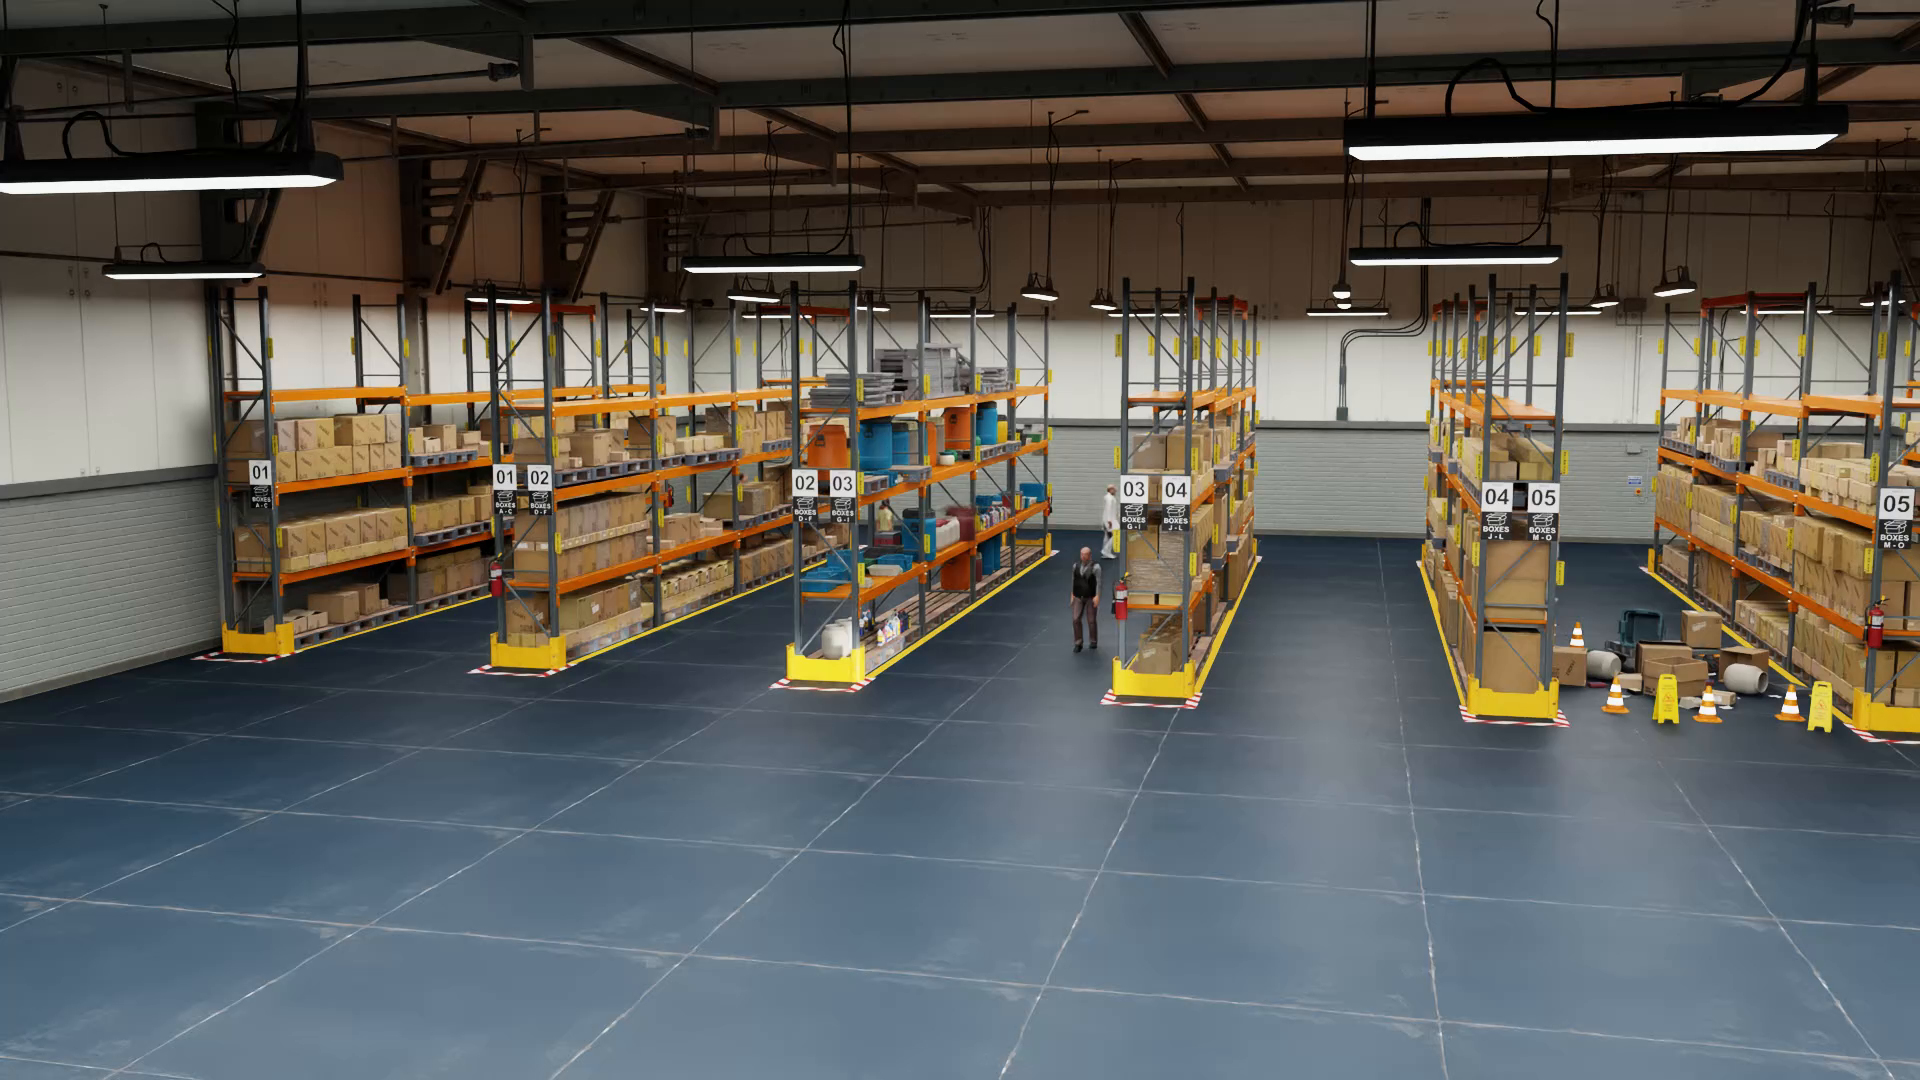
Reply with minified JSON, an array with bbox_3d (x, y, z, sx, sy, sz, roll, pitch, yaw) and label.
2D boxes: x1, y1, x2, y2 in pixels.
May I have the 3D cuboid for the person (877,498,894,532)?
[{"bbox_3d":[-1.695,-0.116,37.422,0.502,1.666,0.480,-6,9,-41],"label":"person"}]

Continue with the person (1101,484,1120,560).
[{"bbox_3d":[3.585,-0.443,39.735,0.487,1.786,0.633,-1,7,-6],"label":"person"}]

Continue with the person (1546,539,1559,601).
[{"bbox_3d":[11.562,0.354,32.894,0.566,1.772,0.537,1,7,12],"label":"person"}]

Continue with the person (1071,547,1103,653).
[{"bbox_3d":[2.090,0.994,27.636,0.592,1.761,0.595,4,7,28],"label":"person"}]

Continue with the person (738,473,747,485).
[{"bbox_3d":[-5.810,-0.956,44.604,0.421,1.653,0.471,2,7,14],"label":"person"}]
